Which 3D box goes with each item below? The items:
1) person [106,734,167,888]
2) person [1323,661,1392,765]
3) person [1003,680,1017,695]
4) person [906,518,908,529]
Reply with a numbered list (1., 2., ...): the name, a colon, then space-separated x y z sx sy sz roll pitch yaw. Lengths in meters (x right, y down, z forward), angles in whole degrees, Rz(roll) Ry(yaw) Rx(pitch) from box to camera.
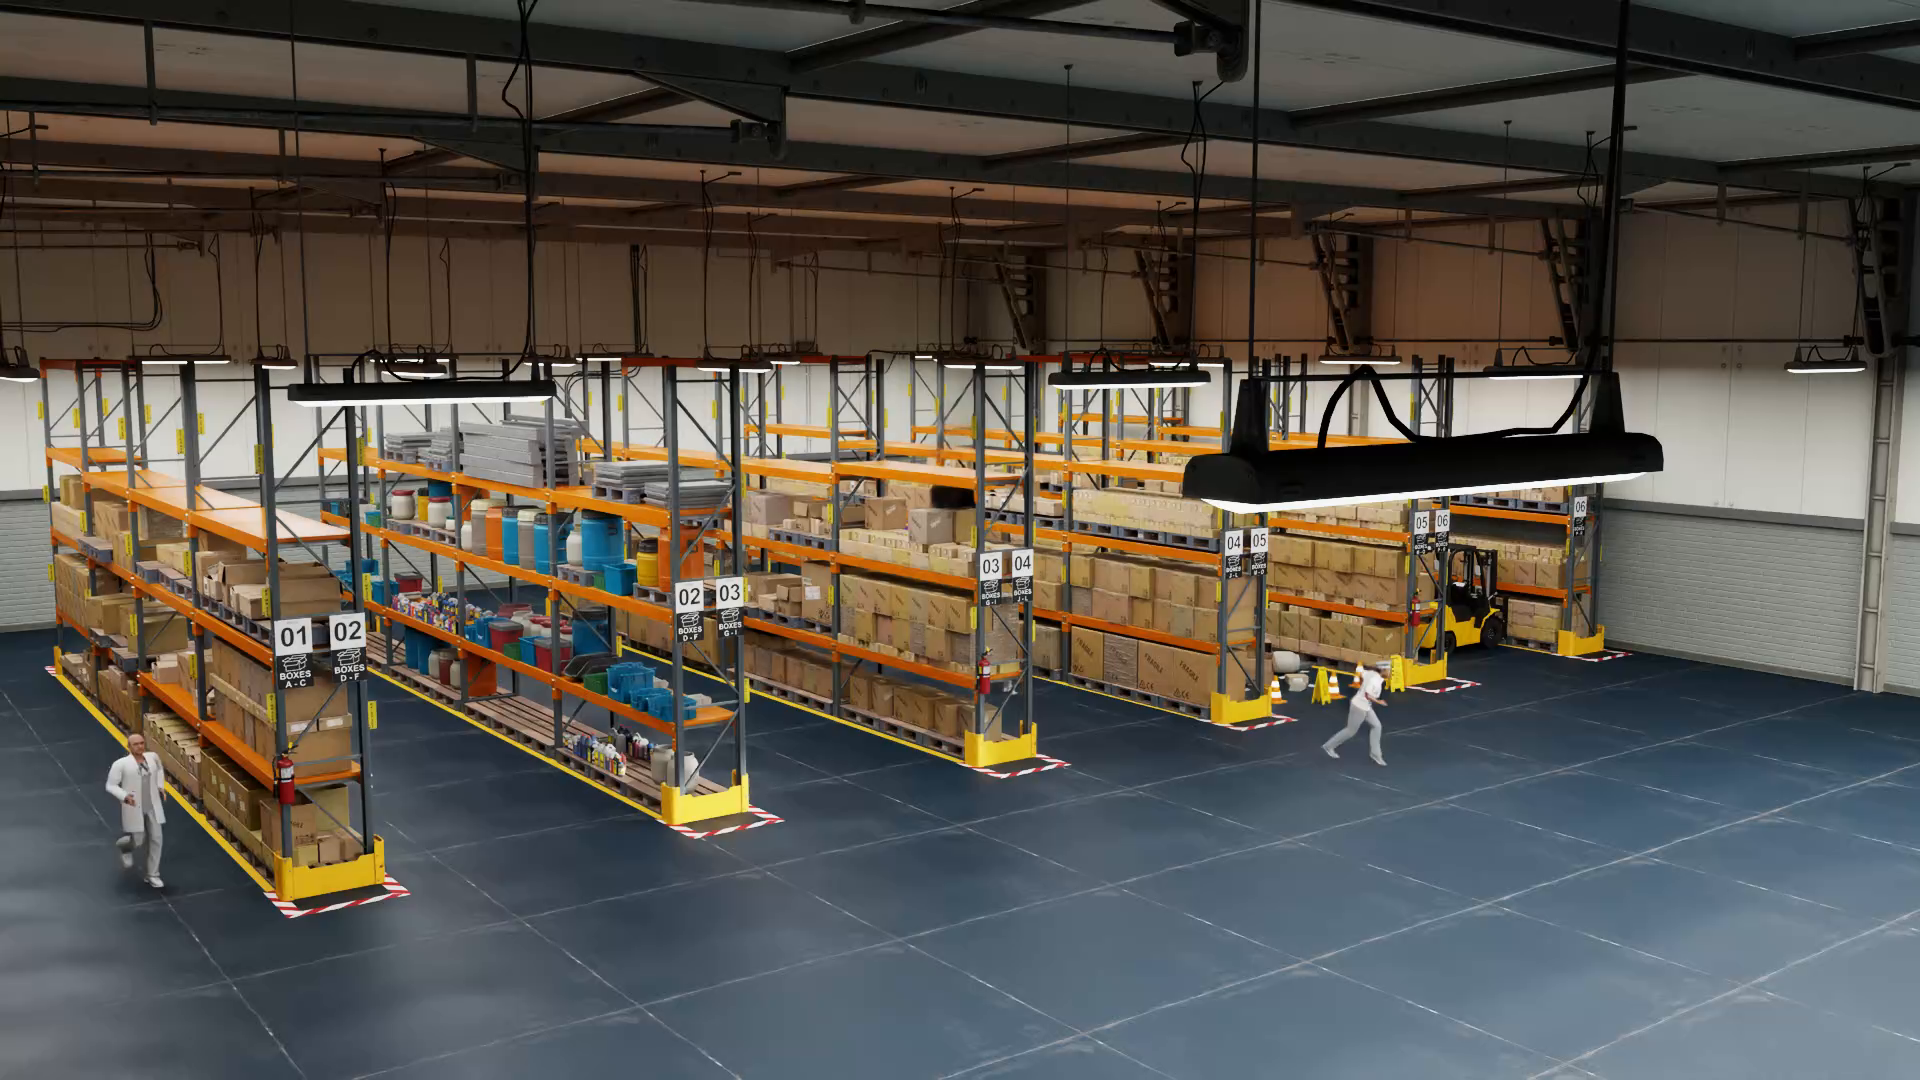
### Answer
1. person: -9.599 3.135 19.468 0.918 1.764 0.711 6 9 41
2. person: 5.962 2.584 24.967 0.986 1.624 0.617 2 7 14
3. person: 0.725 1.921 29.979 0.794 1.663 0.589 6 9 41
4. person: -1.529 0.103 44.761 0.553 1.699 0.765 -1 7 -11
